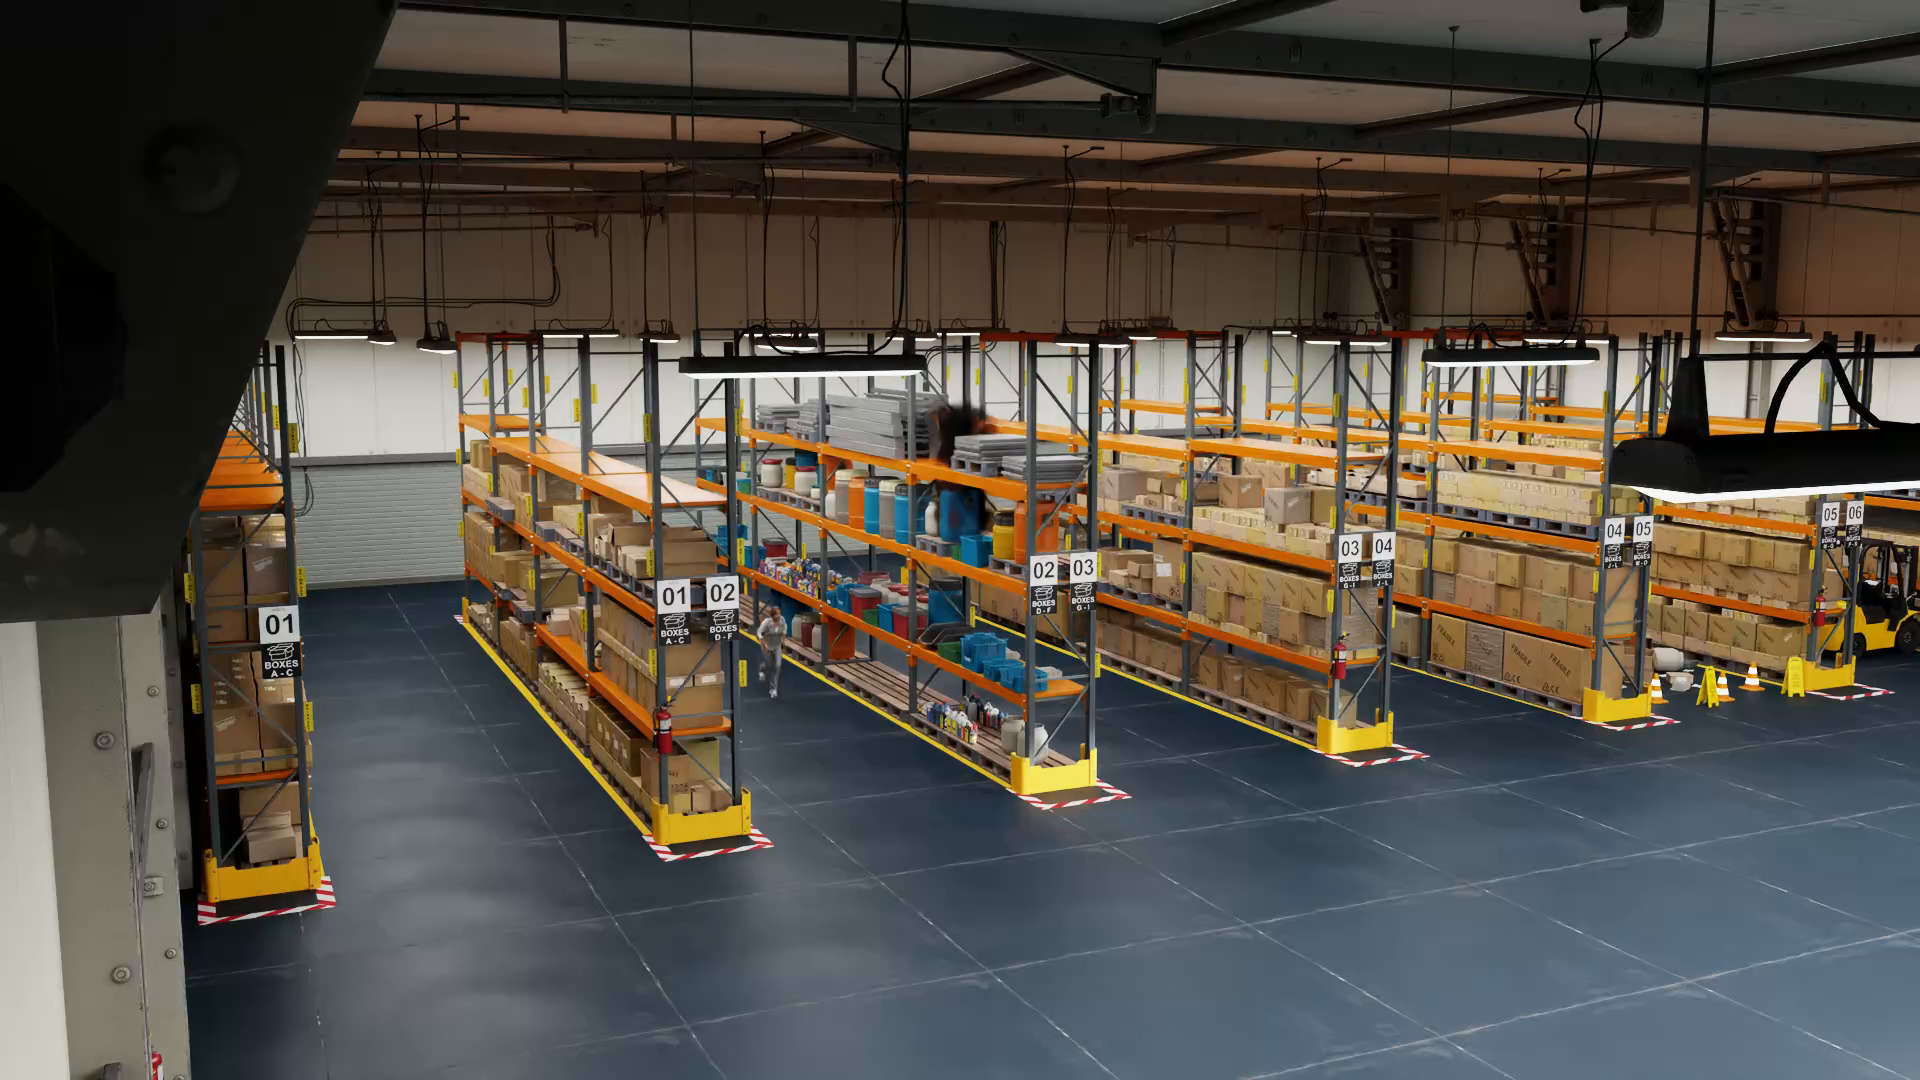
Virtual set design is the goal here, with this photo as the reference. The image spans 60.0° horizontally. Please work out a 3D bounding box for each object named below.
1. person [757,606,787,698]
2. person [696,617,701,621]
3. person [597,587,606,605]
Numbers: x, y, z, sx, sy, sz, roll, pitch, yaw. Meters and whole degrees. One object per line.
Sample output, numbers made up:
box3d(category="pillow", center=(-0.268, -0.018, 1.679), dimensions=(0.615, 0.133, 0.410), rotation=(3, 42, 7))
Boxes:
box3d(category="person", center=(-3.199, 1.830, 27.982), dimensions=(0.550, 1.553, 0.862), rotation=(-5, 9, -31))
box3d(category="person", center=(-5.033, 1.339, 30.972), dimensions=(0.523, 1.710, 0.818), rotation=(-3, 8, -22))
box3d(category="person", center=(-7.368, 0.873, 33.993), dimensions=(0.646, 1.830, 0.750), rotation=(-5, 9, -34))
